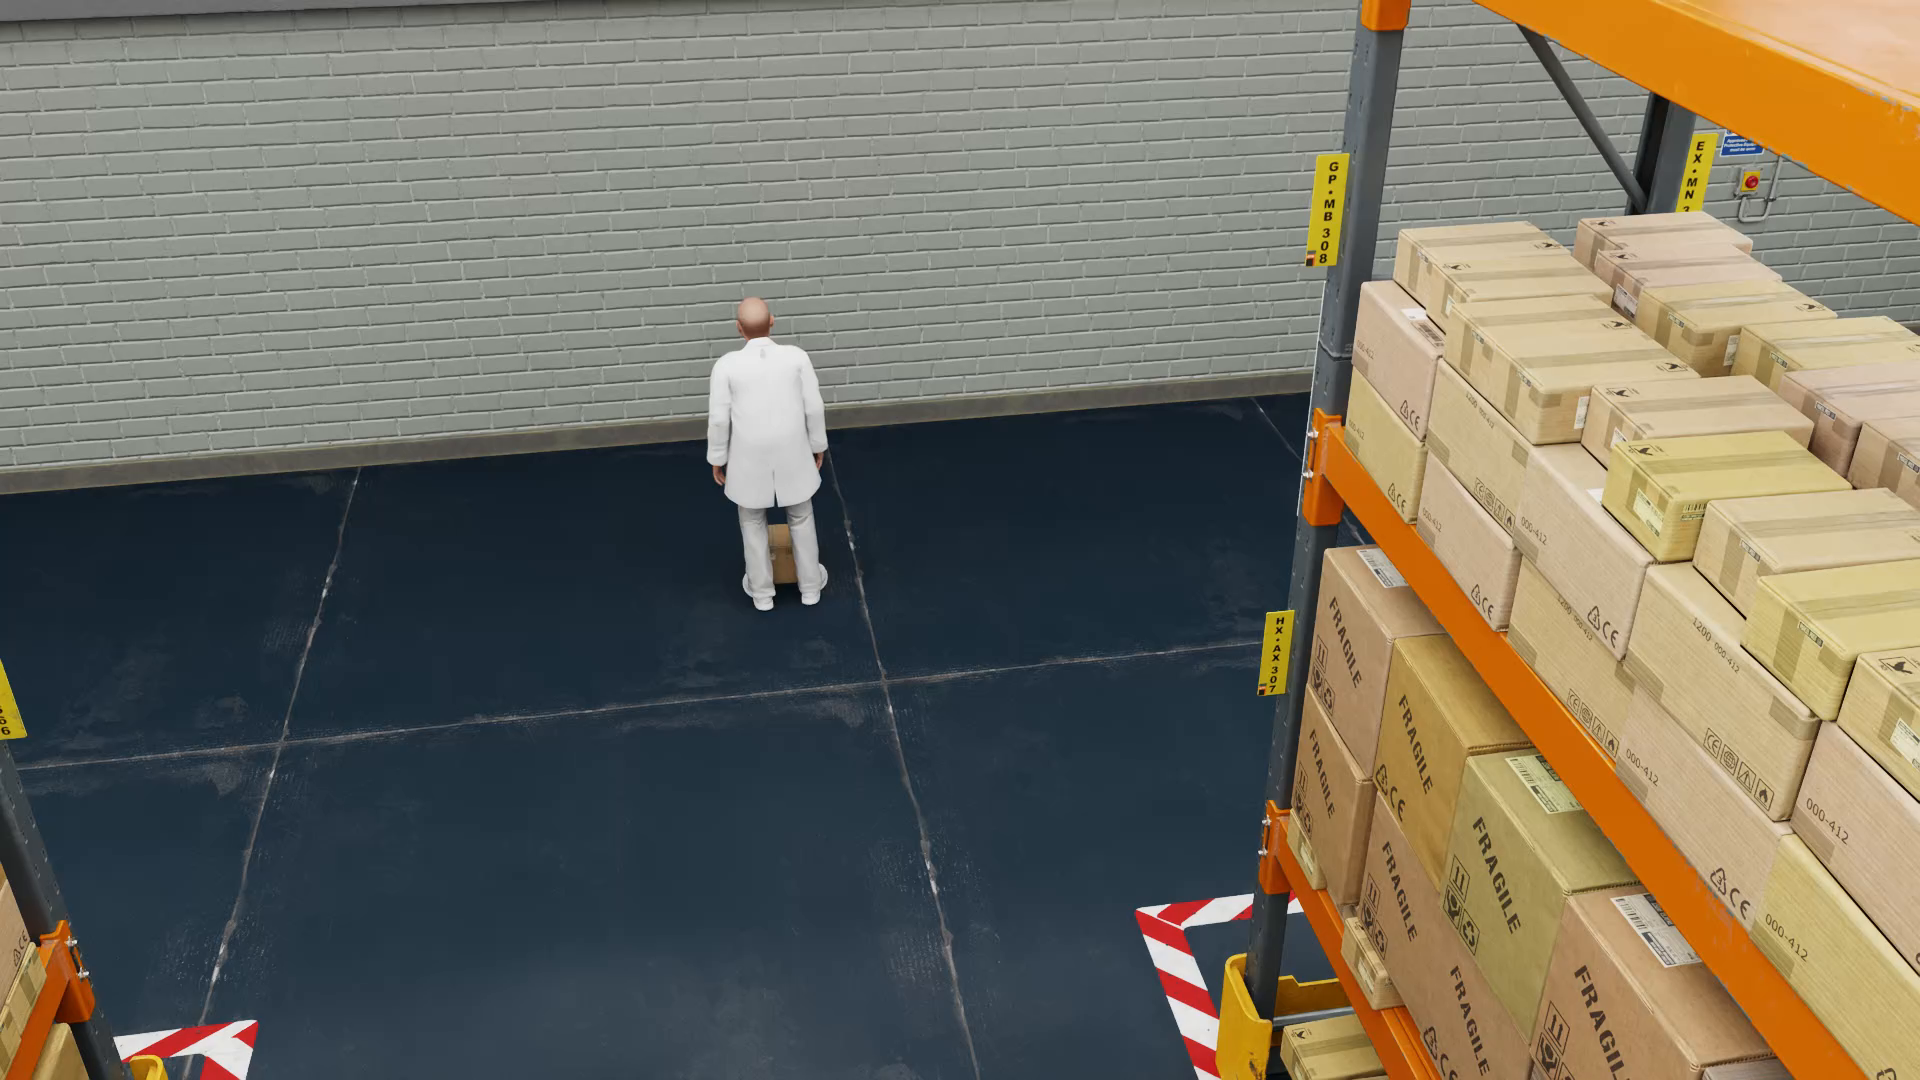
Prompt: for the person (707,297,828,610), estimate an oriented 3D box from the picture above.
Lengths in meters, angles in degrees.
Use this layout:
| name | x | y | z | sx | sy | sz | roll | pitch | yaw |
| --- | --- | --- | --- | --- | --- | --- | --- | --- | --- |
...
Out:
| name | x | y | z | sx | sy | sz | roll | pitch | yaw |
| --- | --- | --- | --- | --- | --- | --- | --- | --- | --- |
| person | -1.031 | -0.453 | 8.933 | 0.652 | 1.773 | 0.425 | -7 | 31 | -12 |
